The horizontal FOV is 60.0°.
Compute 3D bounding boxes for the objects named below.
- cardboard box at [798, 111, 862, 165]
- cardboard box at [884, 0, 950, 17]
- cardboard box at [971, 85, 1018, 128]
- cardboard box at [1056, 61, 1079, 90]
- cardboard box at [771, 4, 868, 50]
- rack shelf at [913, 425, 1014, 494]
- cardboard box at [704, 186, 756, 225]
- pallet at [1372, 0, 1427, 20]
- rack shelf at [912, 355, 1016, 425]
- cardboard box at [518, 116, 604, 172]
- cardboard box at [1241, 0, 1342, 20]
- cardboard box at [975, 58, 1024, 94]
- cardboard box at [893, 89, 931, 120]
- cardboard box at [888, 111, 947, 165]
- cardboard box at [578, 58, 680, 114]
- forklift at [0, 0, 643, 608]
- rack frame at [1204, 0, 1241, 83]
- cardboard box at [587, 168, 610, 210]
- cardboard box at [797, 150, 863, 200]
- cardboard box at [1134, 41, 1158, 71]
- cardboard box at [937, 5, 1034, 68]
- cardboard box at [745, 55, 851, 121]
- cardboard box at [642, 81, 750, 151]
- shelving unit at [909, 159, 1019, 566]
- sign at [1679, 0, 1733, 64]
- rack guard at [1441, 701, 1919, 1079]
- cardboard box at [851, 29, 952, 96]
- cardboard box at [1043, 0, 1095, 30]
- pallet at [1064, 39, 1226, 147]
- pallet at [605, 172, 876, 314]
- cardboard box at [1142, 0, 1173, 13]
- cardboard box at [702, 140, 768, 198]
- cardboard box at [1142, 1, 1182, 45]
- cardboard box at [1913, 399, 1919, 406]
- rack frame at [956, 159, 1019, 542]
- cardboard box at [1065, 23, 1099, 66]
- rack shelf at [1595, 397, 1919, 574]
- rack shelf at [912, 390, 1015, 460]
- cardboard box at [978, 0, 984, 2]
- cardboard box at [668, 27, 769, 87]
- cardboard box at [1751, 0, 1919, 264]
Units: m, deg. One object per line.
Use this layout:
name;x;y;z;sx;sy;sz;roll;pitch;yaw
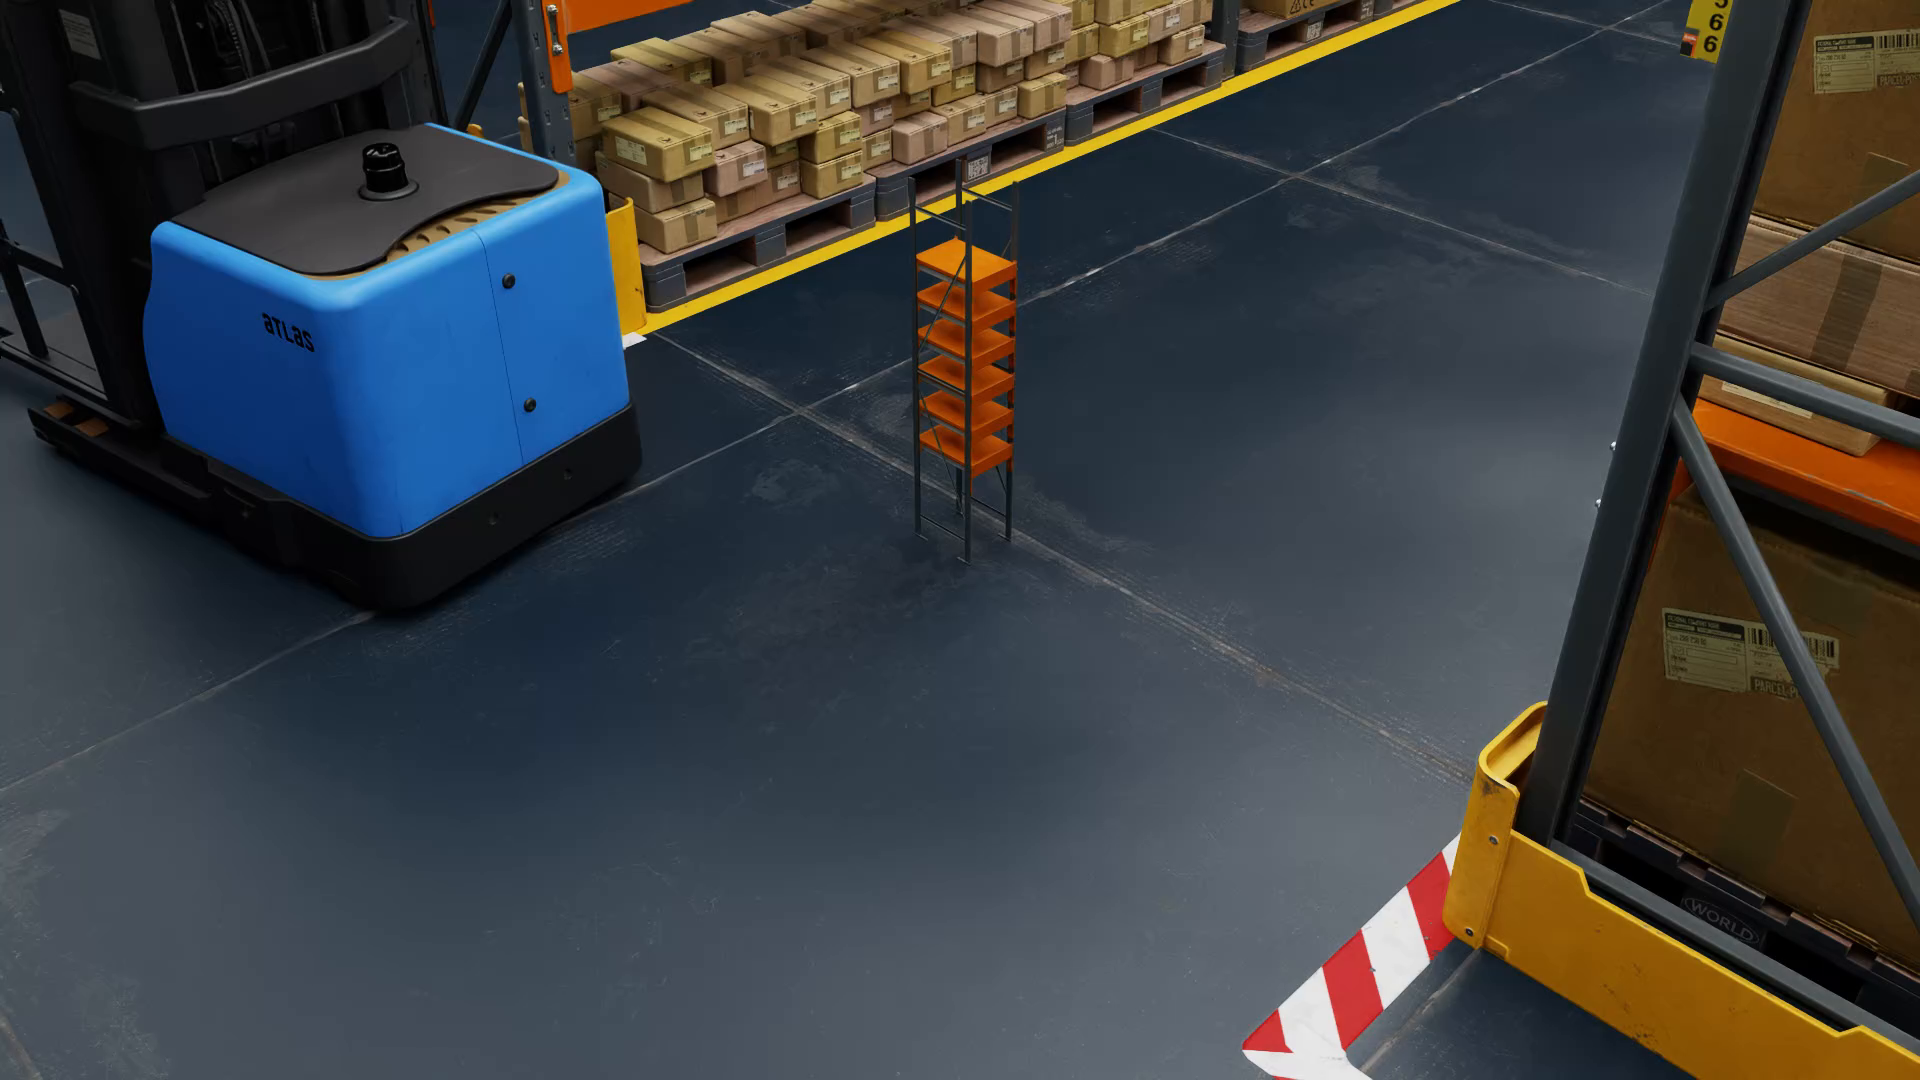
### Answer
cardboard box;-0.625;-1.726;6.968;0.250;0.149;0.380;-28;44;-34
cardboard box;-0.266;-2.483;7.793;0.380;0.149;0.250;28;43;34
cardboard box;0.046;-2.040;7.678;0.250;0.149;0.380;-29;44;-35
cardboard box;0.352;-2.276;8.016;0.380;0.149;0.250;28;44;34
cardboard box;-0.632;-2.281;7.503;0.380;0.149;0.250;28;44;34
rack shelf;0.010;-0.265;5.078;0.258;0.103;0.180;30;45;35
cardboard box;-1.054;-1.434;6.810;0.380;0.149;0.250;29;44;35
pallet;2.448;-3.503;10.088;1.003;0.211;1.213;30;45;35
rack shelf;0.010;-0.462;4.941;0.258;0.103;0.180;30;45;35
cardboard box;-1.608;-1.663;6.877;0.380;0.149;0.250;28;44;34
cardboard box;1.750;-3.172;8.995;0.500;0.500;0.500;-28;44;-34
cardboard box;0.072;-2.196;7.642;0.380;0.149;0.250;27;43;33
cardboard box;-0.344;-1.999;7.360;0.250;0.149;0.380;-27;43;-33
cardboard box;-0.277;-1.806;7.342;0.380;0.149;0.250;27;43;33
cardboard box;-1.366;-1.851;6.887;0.250;0.149;0.380;-29;44;-35
forklift;-2.544;-1.666;5.076;3.031;2.935;1.130;22;41;28
rack frame;1.041;-3.832;8.123;1.000;3.000;0.127;30;45;35
cardboard box;-1.554;-1.509;6.917;0.250;0.149;0.380;-29;44;-35
cardboard box;-0.626;-1.597;7.043;0.250;0.149;0.380;-29;44;-35
cardboard box;0.764;-2.467;8.290;0.250;0.149;0.380;-29;44;-34
cardboard box;0.108;-2.271;7.489;0.380;0.149;0.250;28;44;34
cardboard box;-0.673;-1.876;6.923;0.380;0.149;0.250;27;43;33
cardboard box;-1.058;-1.692;6.658;0.250;0.149;0.380;-29;44;-35
shelving unit;0.010;-0.498;4.915;0.258;1.200;0.189;30;45;35
sign;1.296;-0.965;2.792;0.100;0.325;0.005;30;45;35
rack guard;1.655;0.867;3.570;1.175;0.500;0.348;30;45;35
cardboard box;-0.254;-2.073;7.206;0.250;0.149;0.380;-29;44;-35
cardboard box;0.415;-2.532;7.864;0.250;0.149;0.380;-28;44;-34
pallet;0.593;-2.402;8.509;1.003;0.211;1.213;30;45;35
pallet;-1.126;-1.411;7.089;1.003;0.211;1.213;30;45;35
cardboard box;0.823;-2.710;8.119;0.250;0.149;0.380;-29;44;-35
cardboard box;-0.993;-1.531;6.688;0.380;0.149;0.250;29;44;35
cardboard box;0.863;-2.586;8.201;0.380;0.149;0.250;27;43;33
cardboard box;1.871;-0.449;3.491;0.250;0.149;0.380;-29;44;-35
rack frame;0.075;-0.535;4.968;0.240;1.200;0.006;30;45;35
cardboard box;0.441;-2.408;7.946;0.250;0.149;0.380;-29;44;-35
rack shelf;3.081;-0.685;4.239;1.077;0.370;4.000;30;45;35
rack shelf;0.010;-0.363;5.009;0.258;0.103;0.180;30;45;35
cardboard box;0.105;-2.697;8.100;0.380;0.149;0.250;28;44;34
cardboard box;-1.046;-2.087;7.226;0.380;0.149;0.250;28;43;34
cardboard box;1.828;-0.840;3.048;0.500;0.500;0.500;-29;44;-35
